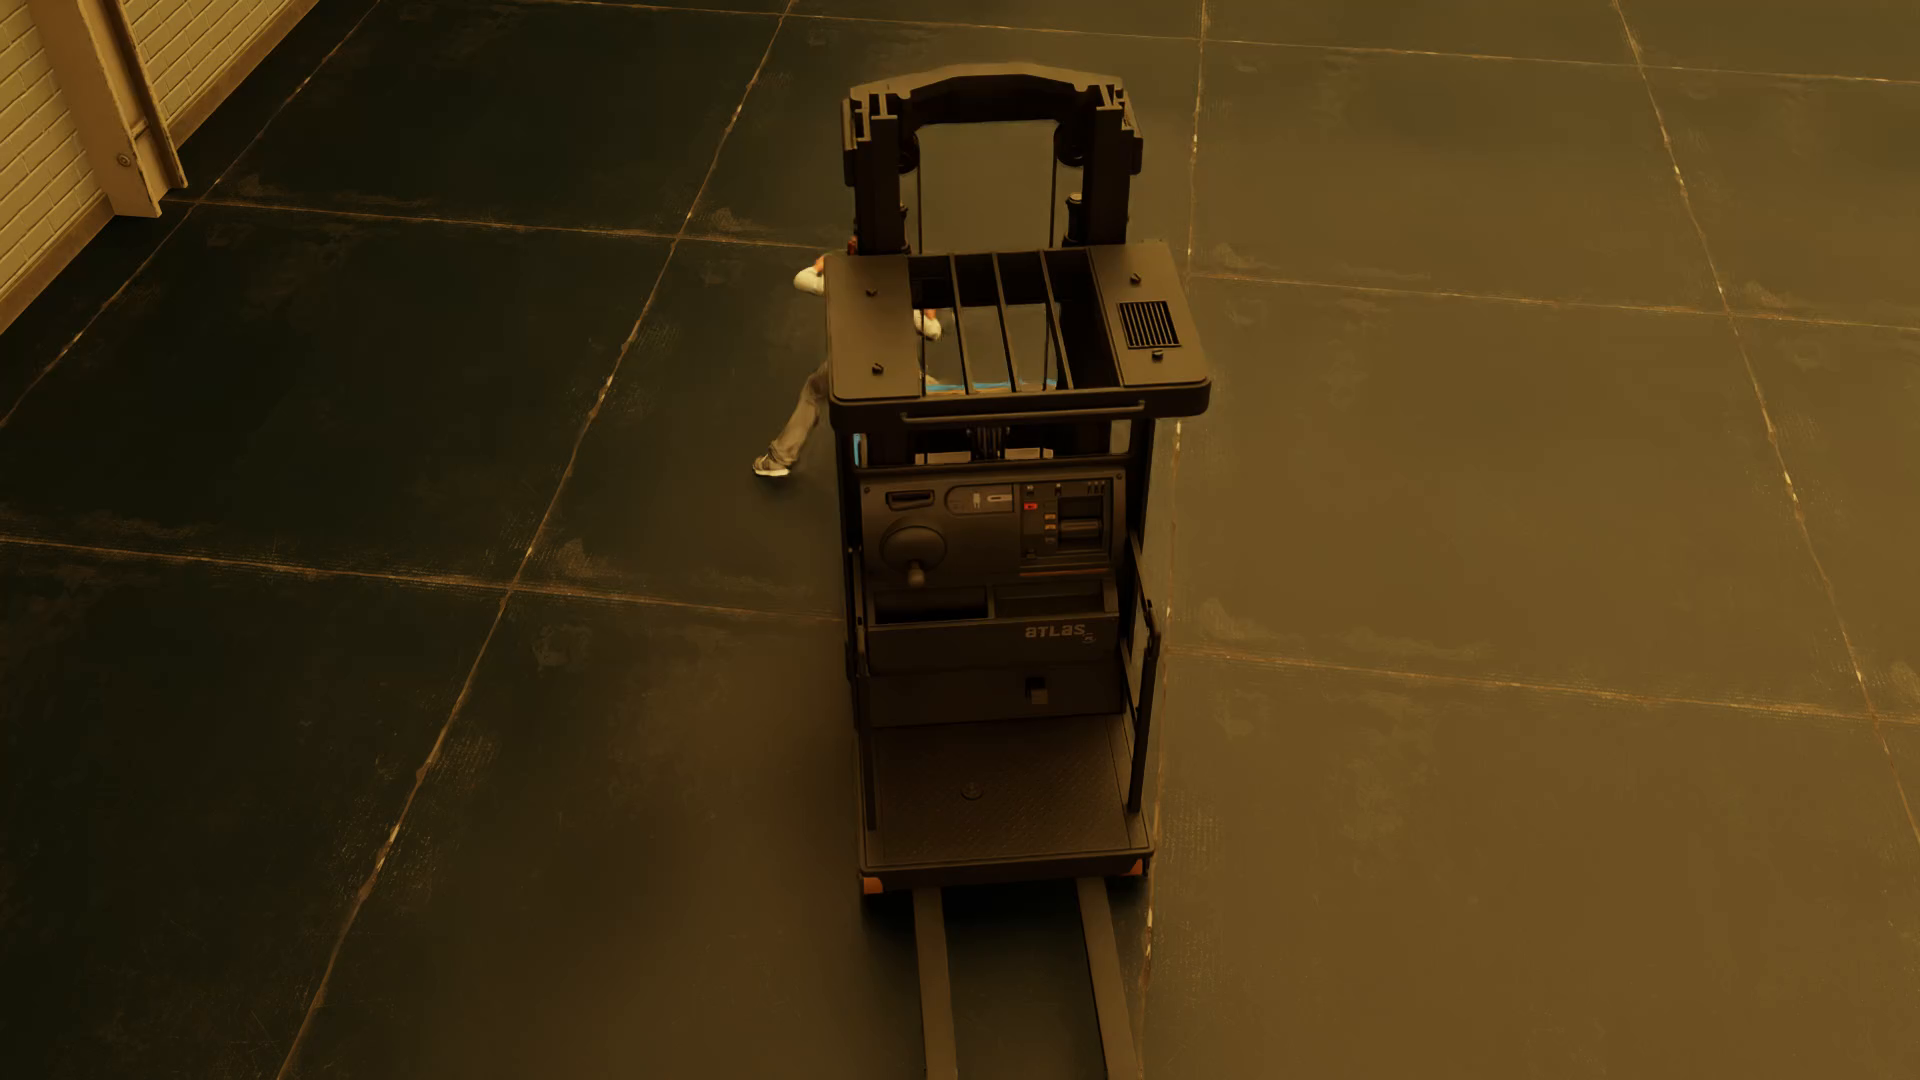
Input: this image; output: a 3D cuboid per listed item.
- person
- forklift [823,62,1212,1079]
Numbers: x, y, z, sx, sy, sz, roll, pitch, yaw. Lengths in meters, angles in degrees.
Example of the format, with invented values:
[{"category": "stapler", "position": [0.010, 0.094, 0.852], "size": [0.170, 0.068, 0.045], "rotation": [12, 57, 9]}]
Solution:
[{"category": "person", "position": [-0.406, -0.901, 7.835], "size": [1.128, 1.400, 0.761], "rotation": [15, 45, 16]}, {"category": "forklift", "position": [0.139, 0.040, 5.681], "size": [1.130, 2.935, 3.031], "rotation": [-3, 43, -4]}]
